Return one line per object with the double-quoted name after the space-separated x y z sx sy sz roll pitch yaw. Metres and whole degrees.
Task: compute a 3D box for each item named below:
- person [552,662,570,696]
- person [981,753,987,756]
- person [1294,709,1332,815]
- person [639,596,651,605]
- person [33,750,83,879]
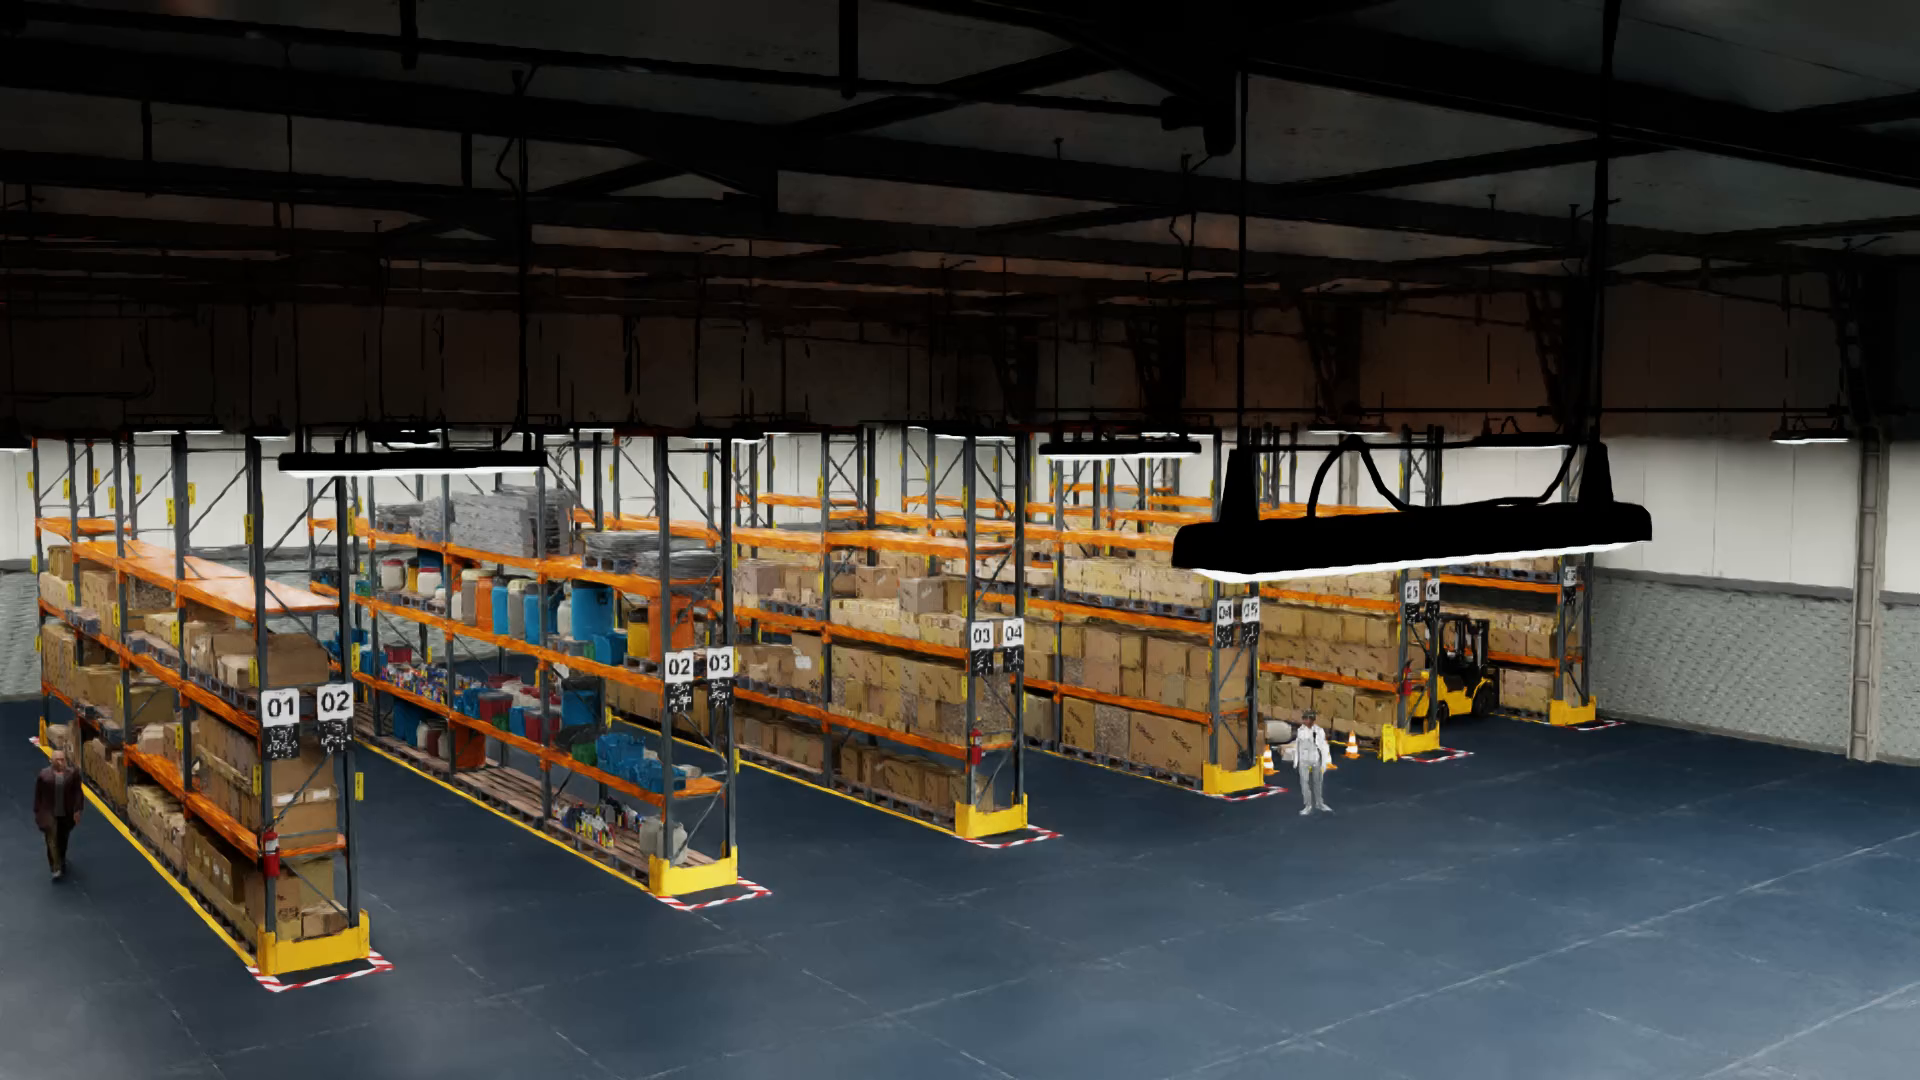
-8.297 2.731 34.338 0.636 1.775 0.677 -1 5 -7 "person"
0.359 3.218 30.529 0.446 1.395 1.006 -2 5 -27 "person"
5.530 3.460 26.103 0.569 1.664 0.516 2 5 26 "person"
-8.190 2.141 43.384 0.625 1.596 0.517 -3 6 -38 "person"
-12.250 3.686 22.629 0.588 1.700 1.193 -4 6 -39 "person"
